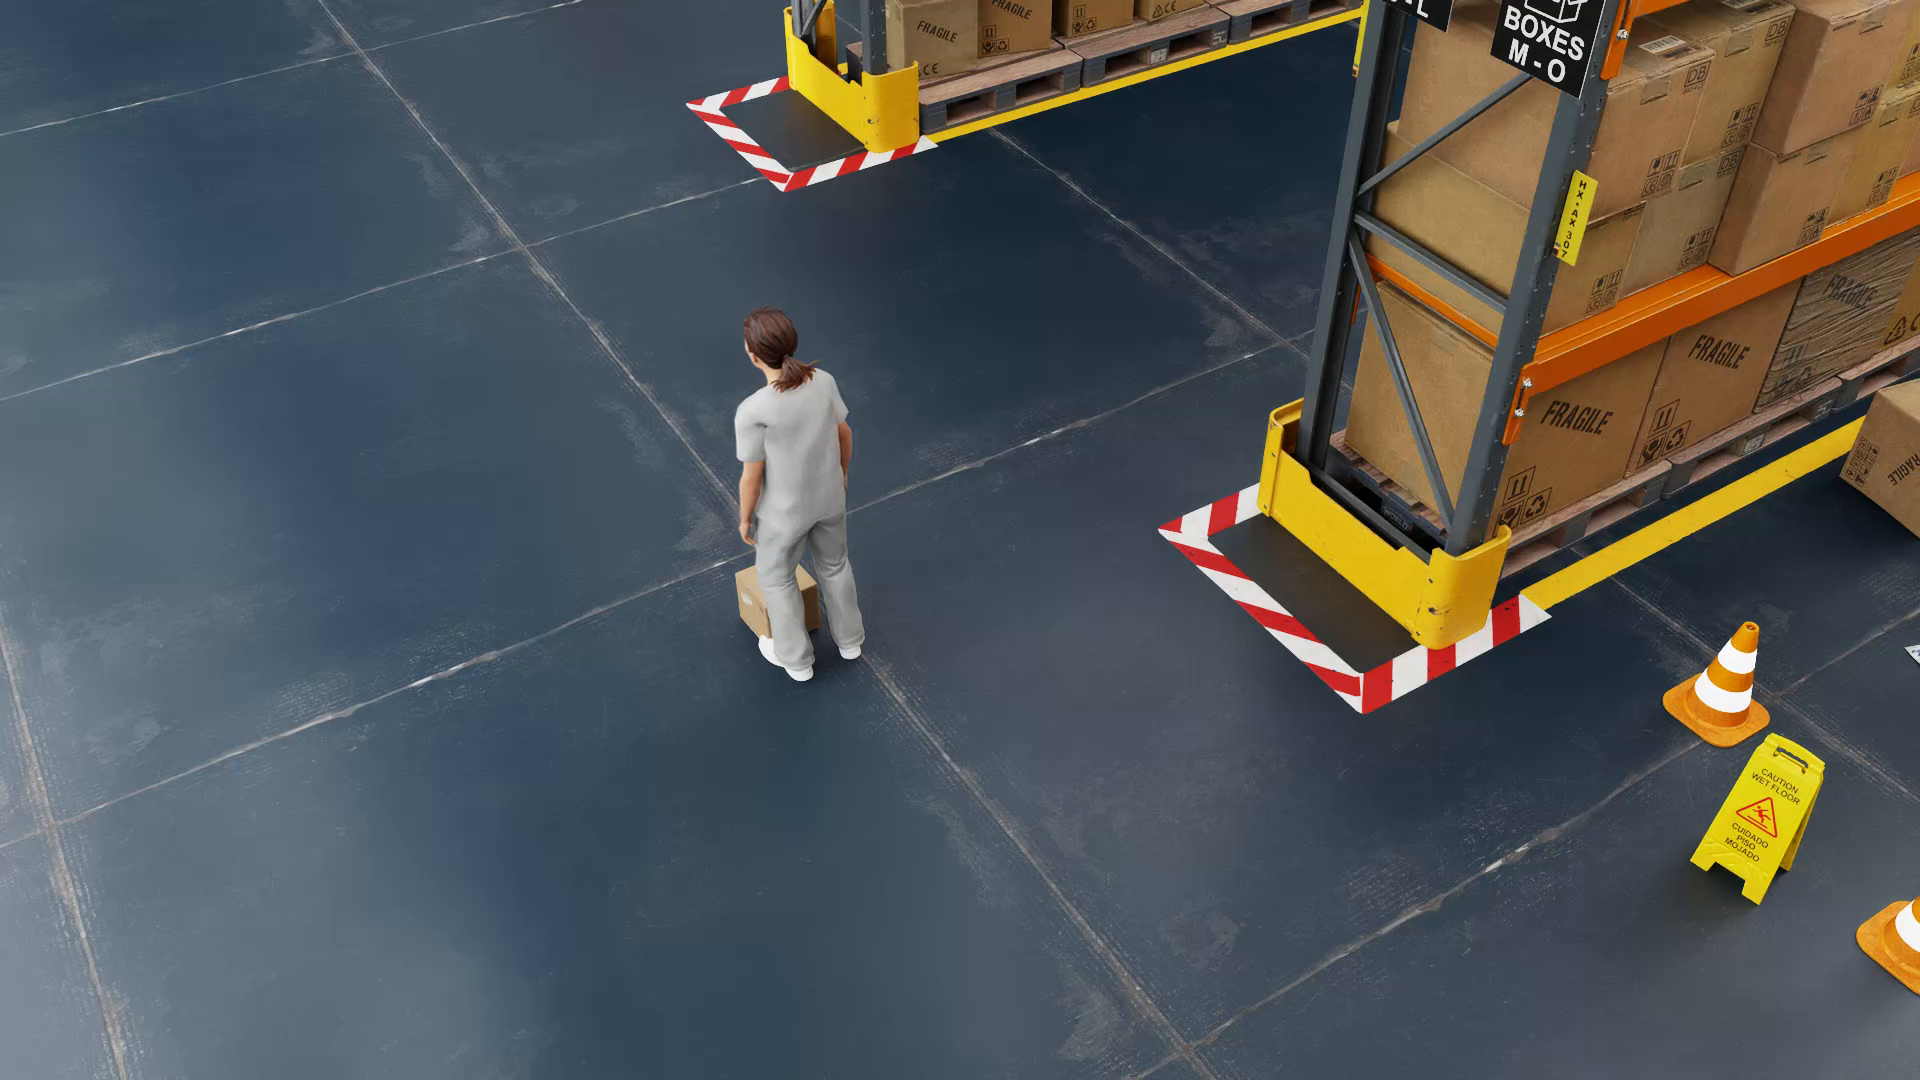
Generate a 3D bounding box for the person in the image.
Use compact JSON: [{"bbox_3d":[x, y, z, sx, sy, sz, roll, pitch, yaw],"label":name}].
[{"bbox_3d":[-0.619,-0.152,6.336,0.512,1.671,0.369,-26,47,-26],"label":"person"}]
